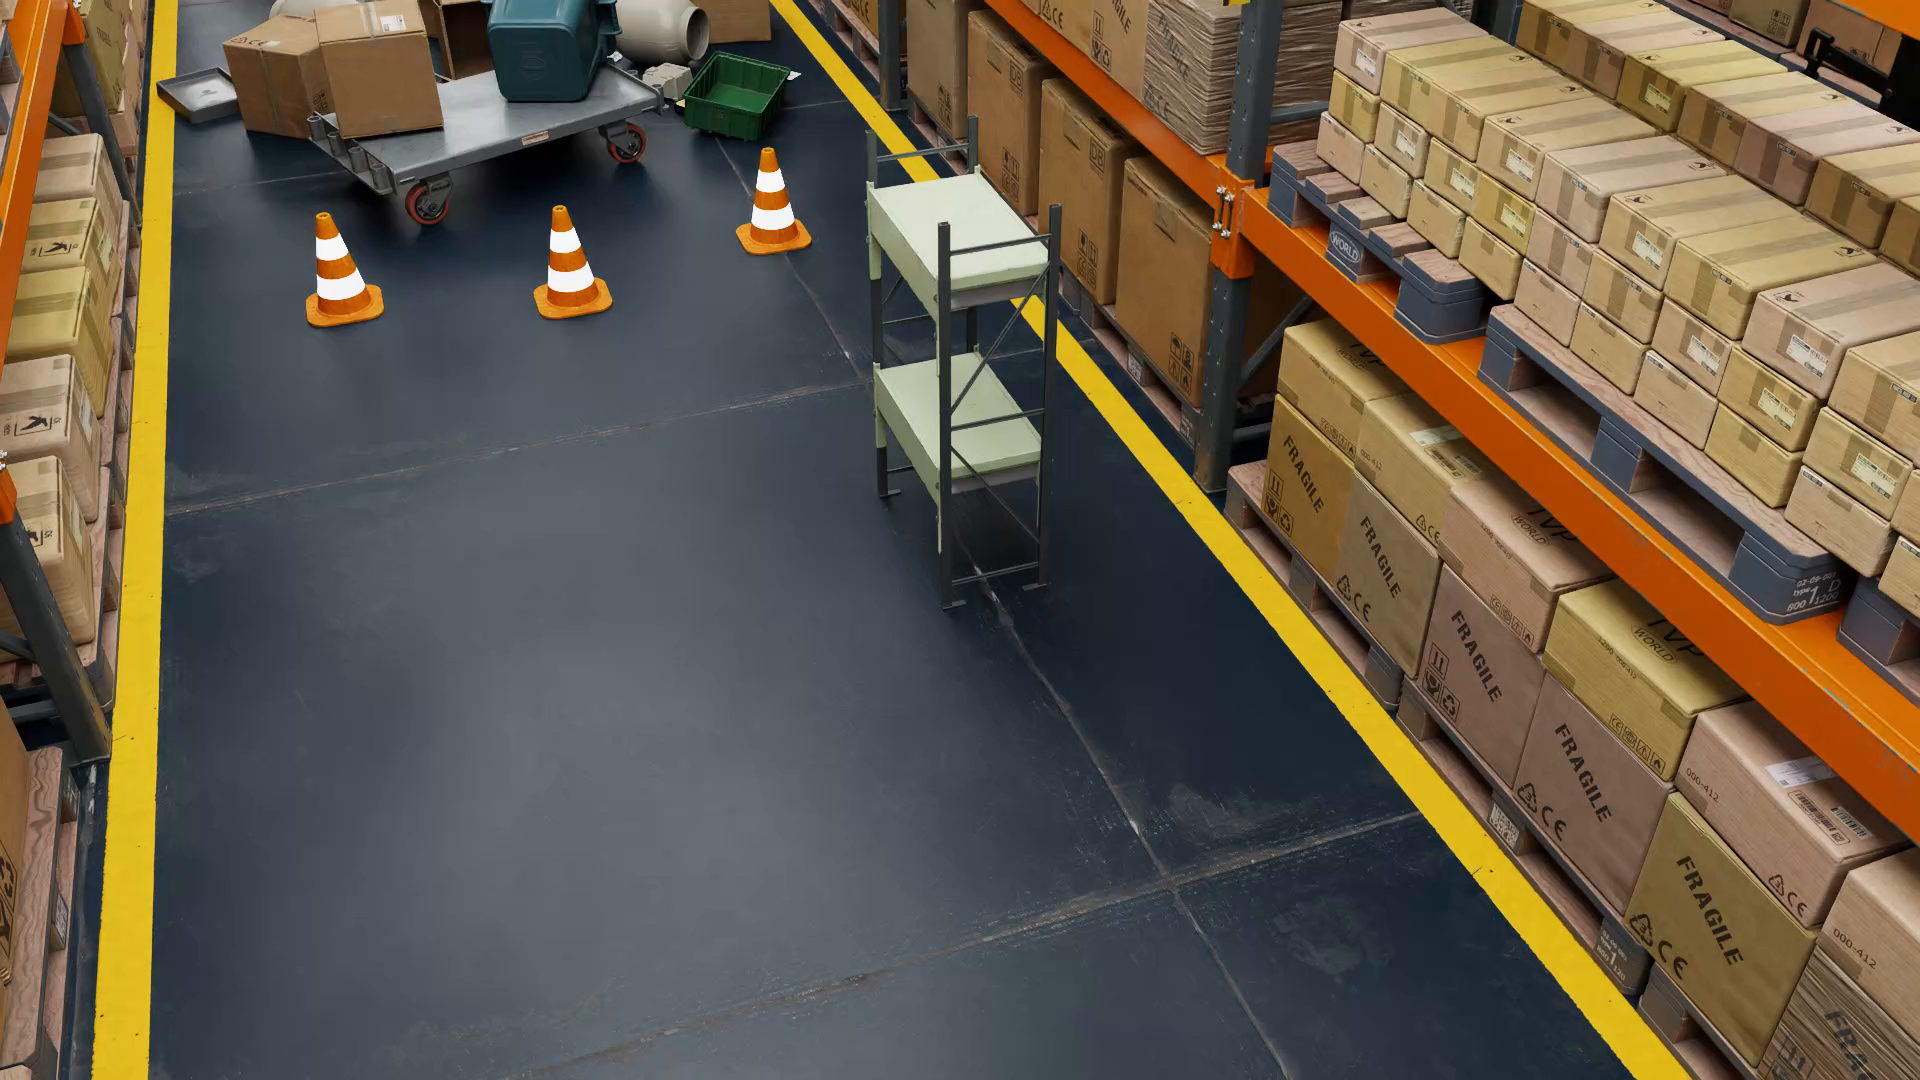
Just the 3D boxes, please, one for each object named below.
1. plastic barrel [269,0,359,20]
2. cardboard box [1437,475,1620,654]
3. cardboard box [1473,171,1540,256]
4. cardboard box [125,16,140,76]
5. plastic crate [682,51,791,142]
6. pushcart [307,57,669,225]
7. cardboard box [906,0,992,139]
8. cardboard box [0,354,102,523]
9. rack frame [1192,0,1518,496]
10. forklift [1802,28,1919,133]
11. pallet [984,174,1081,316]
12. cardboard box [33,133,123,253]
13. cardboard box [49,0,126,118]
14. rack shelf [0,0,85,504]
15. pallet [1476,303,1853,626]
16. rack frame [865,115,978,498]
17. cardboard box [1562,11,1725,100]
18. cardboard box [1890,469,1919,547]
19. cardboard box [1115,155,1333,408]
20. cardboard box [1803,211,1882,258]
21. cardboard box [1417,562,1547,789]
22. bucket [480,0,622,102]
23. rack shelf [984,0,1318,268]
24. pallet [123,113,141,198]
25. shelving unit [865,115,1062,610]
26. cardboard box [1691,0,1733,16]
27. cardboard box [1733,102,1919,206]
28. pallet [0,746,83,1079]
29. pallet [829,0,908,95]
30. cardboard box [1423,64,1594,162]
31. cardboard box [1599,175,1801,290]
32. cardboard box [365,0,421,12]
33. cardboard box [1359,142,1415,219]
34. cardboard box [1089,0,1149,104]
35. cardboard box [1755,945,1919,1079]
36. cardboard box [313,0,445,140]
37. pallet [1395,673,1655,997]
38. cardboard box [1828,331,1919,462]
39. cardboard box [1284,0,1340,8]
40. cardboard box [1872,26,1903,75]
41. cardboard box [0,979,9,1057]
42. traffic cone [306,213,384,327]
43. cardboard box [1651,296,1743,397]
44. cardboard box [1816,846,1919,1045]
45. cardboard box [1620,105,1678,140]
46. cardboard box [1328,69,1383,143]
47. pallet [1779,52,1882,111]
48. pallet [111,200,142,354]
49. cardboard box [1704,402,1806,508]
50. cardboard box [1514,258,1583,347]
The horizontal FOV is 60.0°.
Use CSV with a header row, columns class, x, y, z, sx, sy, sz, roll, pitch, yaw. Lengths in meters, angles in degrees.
class,x,y,z,sx,sy,sz,roll,pitch,yaw
plastic barrel,-3.824,-3.063,9.964,0.512,0.421,0.421,12,39,16
cardboard box,1.752,0.032,4.820,0.500,0.250,0.500,-12,39,-16
cardboard box,1.664,-0.934,4.610,0.380,0.149,0.250,-12,39,-16
cardboard box,-4.909,-2.743,9.334,0.500,0.250,0.500,-13,39,-17
plastic crate,-1.257,-2.494,9.358,0.450,0.188,0.662,14,38,2
pushcart,-2.457,-2.138,8.775,1.648,0.377,0.936,-27,45,-31
cardboard box,0.331,-2.705,8.868,1.050,0.750,0.750,-13,39,-16
cardboard box,-3.650,-0.280,5.964,0.950,0.372,0.625,-13,39,-17
rack frame,1.409,-1.508,5.759,1.000,3.000,0.127,-12,39,-16
forklift,4.023,-2.037,6.519,1.130,2.935,3.031,-7,38,-10
pallet,0.793,-1.543,8.123,1.003,0.211,1.213,-12,39,-16
cardboard box,-4.397,-1.508,7.594,0.950,0.372,0.625,-12,39,-15
cardboard box,-4.530,-2.444,8.314,0.500,0.500,0.500,-11,38,-14
rack shelf,-3.892,-1.268,6.039,1.077,0.370,4.000,-12,39,-16
pallet,2.129,-0.321,4.343,1.003,0.211,1.213,-12,39,-16
rack frame,-0.128,-0.810,6.078,0.400,1.500,0.023,-12,39,-16
cardboard box,2.093,-1.489,5.098,0.380,0.149,0.250,-13,39,-17
cardboard box,2.191,-0.061,3.451,0.380,0.149,0.250,-14,39,-17
cardboard box,1.284,-1.140,6.791,1.050,0.750,0.750,-13,39,-17
cardboard box,2.453,-0.781,4.406,0.380,0.149,0.250,-11,38,-15
cardboard box,1.770,0.348,5.024,0.500,0.500,0.500,-13,39,-17
bucket,-2.179,-2.667,8.754,0.726,0.611,0.620,0,47,0
rack shelf,0.721,-2.350,7.475,1.077,0.370,4.000,-12,39,-16
pallet,-4.845,-1.944,8.655,1.003,0.211,1.213,-12,39,-16
shelving unit,-0.002,-0.603,5.804,0.431,1.500,0.755,-12,39,-16
cardboard box,4.916,-3.563,10.199,0.700,0.500,0.500,-15,40,-19
cardboard box,2.356,-1.053,4.520,0.380,0.149,0.250,-12,39,-16
pallet,-3.003,1.149,4.549,1.003,0.211,1.213,-12,39,-16
pallet,-0.156,-3.099,10.189,1.003,0.211,1.213,-12,39,-16
cardboard box,1.562,-1.221,4.743,0.380,0.149,0.250,-13,39,-16
cardboard box,1.840,-0.770,4.144,0.380,0.149,0.250,-11,38,-15
cardboard box,-3.609,-3.485,10.753,0.380,0.149,0.250,6,37,8
cardboard box,1.466,-1.129,5.116,0.380,0.149,0.250,-11,38,-14
cardboard box,0.832,-2.029,6.367,0.500,0.500,0.500,-12,39,-16
cardboard box,2.294,1.217,3.870,0.500,0.500,0.500,-13,39,-17
cardboard box,-2.919,-2.375,8.358,0.500,0.500,0.500,-12,39,-16
pallet,2.093,0.736,5.098,1.003,0.211,1.213,-12,39,-16
cardboard box,2.112,-0.325,3.554,0.380,0.149,0.250,-14,39,-17
cardboard box,1.264,-2.203,5.767,0.700,0.500,0.500,-13,39,-16
cardboard box,5.447,-2.659,8.999,0.700,0.500,0.500,-9,38,-12
cardboard box,-2.741,1.167,3.624,0.875,0.875,0.875,-12,39,-15
traffic cone,-2.839,-1.262,7.540,0.336,0.463,0.334,-12,39,-16
cardboard box,1.928,-0.501,4.034,0.380,0.149,0.250,-11,38,-14
cardboard box,2.292,0.915,3.648,0.500,0.250,0.500,-13,39,-17
cardboard box,2.193,-1.211,4.977,0.380,0.149,0.250,-12,39,-15
cardboard box,1.387,-1.380,5.201,0.380,0.149,0.250,-11,38,-14
pallet,5.417,-2.494,9.385,1.003,0.211,1.213,-12,39,-16
pallet,-4.311,-1.132,7.578,1.003,0.211,1.213,-12,39,-16
cardboard box,2.012,-0.234,3.928,0.380,0.149,0.250,-11,38,-14
cardboard box,1.747,-0.675,4.512,0.380,0.149,0.250,-11,38,-14
